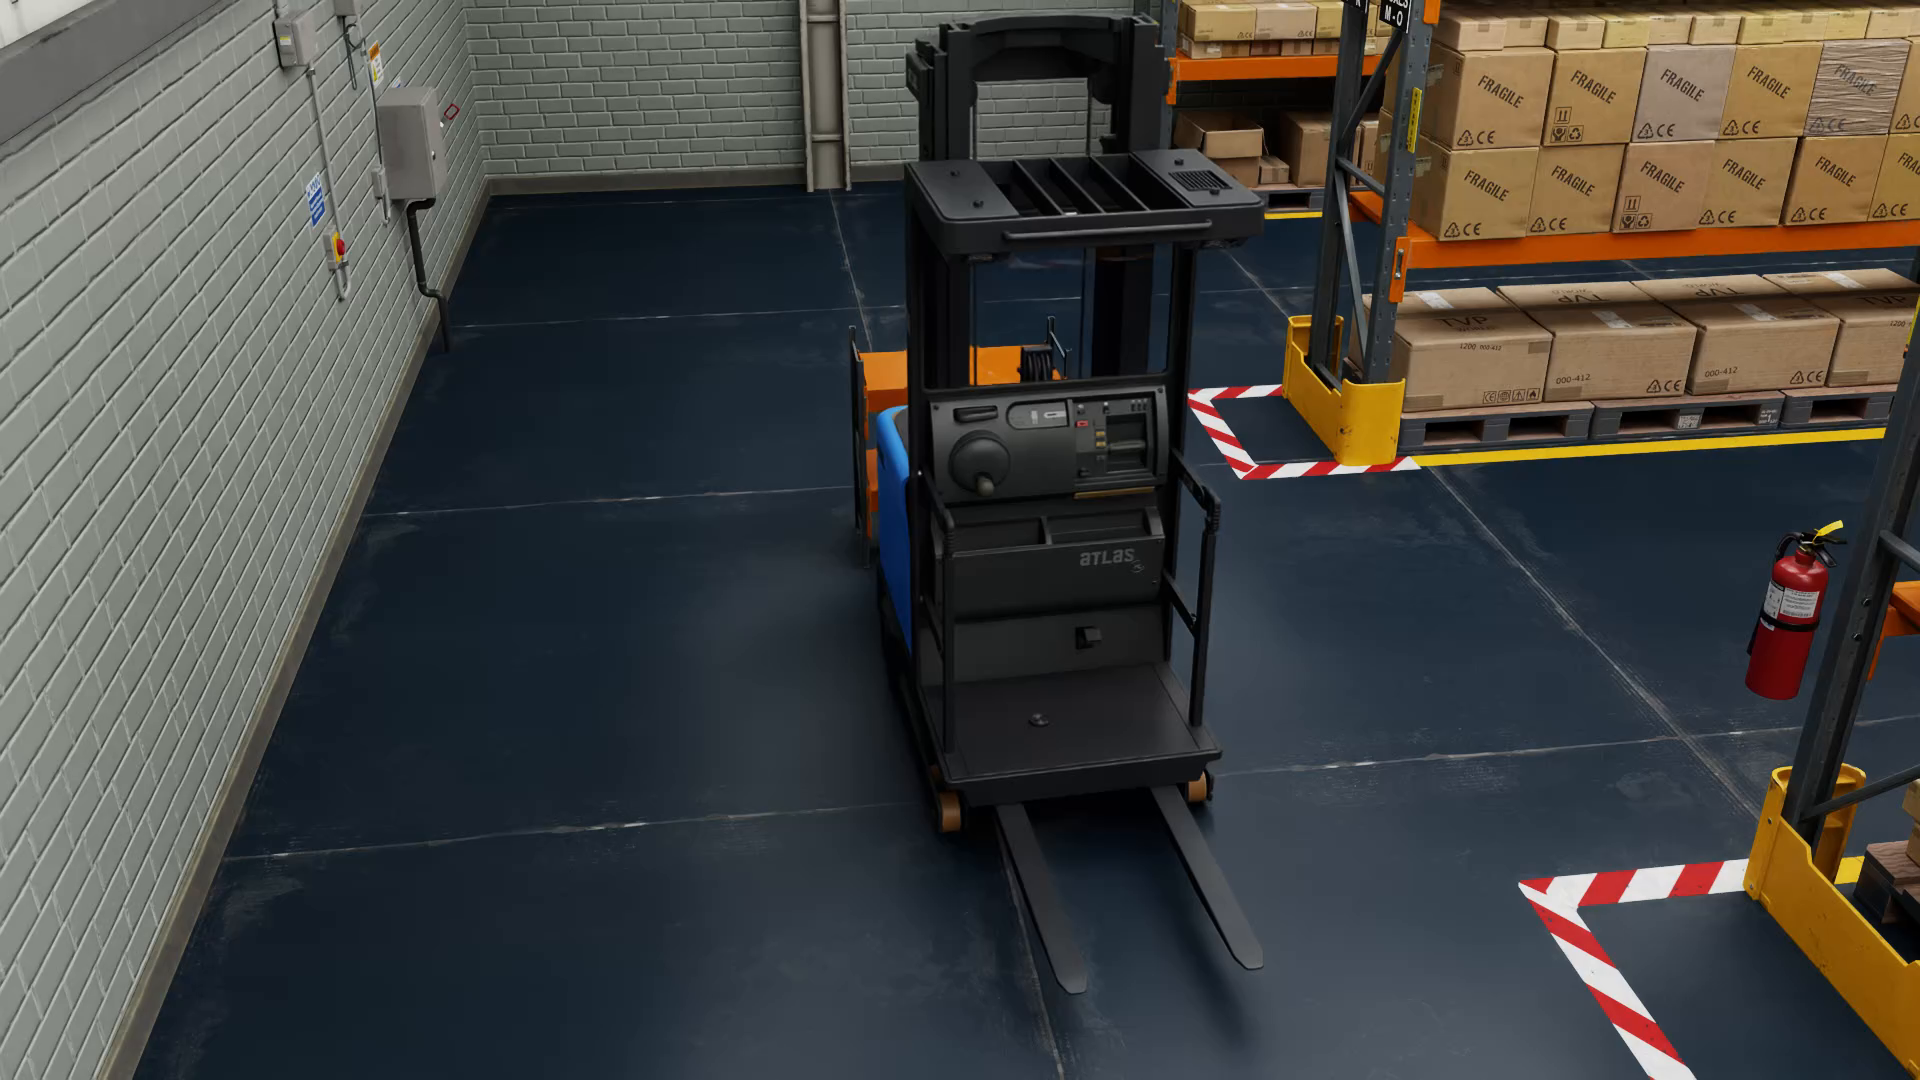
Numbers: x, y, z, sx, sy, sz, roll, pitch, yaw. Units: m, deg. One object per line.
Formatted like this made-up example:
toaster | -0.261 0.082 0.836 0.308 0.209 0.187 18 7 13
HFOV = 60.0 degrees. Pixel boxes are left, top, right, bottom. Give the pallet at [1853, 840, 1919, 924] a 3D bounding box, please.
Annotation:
pallet | 3.981 1.400 5.790 1.213 0.211 1.003 -4 27 -7

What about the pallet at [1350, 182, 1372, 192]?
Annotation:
pallet | 3.682 -3.166 14.690 1.213 0.211 1.003 -4 27 -7

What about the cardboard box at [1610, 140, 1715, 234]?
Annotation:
cardboard box | 3.826 -2.046 9.341 0.500 0.500 0.500 -4 27 -7

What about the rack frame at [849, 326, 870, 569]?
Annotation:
rack frame | -0.510 -0.468 8.429 0.032 1.125 0.500 -4 27 -7

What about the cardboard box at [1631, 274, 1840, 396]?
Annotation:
cardboard box | 4.745 -1.284 10.313 0.875 0.438 0.875 -4 27 -9

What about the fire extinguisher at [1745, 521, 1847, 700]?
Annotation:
fire extinguisher | 2.783 0.208 5.553 0.183 0.674 0.296 -4 27 -7

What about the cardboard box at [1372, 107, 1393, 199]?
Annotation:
cardboard box | 2.748 -2.226 9.693 0.500 0.500 0.500 -4 27 -7

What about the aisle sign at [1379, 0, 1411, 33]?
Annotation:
aisle sign | 2.276 -3.052 8.565 0.004 0.787 0.394 -4 27 -7

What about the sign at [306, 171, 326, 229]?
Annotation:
sign | -3.327 -1.757 8.592 0.001 0.218 0.327 -4 27 -7

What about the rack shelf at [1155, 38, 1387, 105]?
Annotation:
rack shelf | 3.592 -4.082 14.208 4.000 0.370 1.077 -4 27 -7

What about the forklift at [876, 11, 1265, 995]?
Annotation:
forklift | 0.390 -0.340 6.202 1.130 2.935 3.031 -5 28 -10

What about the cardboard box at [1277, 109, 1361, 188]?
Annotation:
cardboard box | 3.083 -3.383 14.335 0.500 0.500 0.700 -3 27 -5

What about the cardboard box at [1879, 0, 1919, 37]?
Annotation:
cardboard box | 5.235 -2.897 9.195 0.250 0.149 0.380 -4 27 -8

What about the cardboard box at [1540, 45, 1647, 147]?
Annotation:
cardboard box | 3.333 -2.458 9.051 0.500 0.500 0.500 -4 27 -9

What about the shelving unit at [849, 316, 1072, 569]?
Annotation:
shelving unit | -0.007 -0.500 8.492 1.048 1.125 0.538 -4 27 -7

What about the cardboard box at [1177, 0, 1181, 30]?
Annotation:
cardboard box | 2.030 -4.490 14.053 0.500 0.250 0.500 -3 27 -6

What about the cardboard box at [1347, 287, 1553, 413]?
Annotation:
cardboard box | 2.947 -1.165 10.082 0.875 0.438 0.875 -5 28 -9

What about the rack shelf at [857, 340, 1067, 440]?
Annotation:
rack shelf | -0.007 -0.760 8.359 1.000 0.278 0.538 -4 27 -7

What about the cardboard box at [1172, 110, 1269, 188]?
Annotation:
cardboard box | 2.231 -3.347 14.262 0.637 0.503 0.797 -5 28 -9

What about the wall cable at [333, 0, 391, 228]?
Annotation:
wall cable | -3.483 -2.755 9.720 0.122 1.984 0.588 -4 27 -7

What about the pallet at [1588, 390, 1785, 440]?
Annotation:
pallet | 4.293 -0.953 10.376 1.213 0.211 1.003 -4 27 -7

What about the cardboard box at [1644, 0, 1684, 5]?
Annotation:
cardboard box | 3.890 -3.029 9.451 0.250 0.149 0.380 -3 27 -6

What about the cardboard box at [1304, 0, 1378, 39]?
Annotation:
cardboard box | 3.099 -4.314 13.709 0.500 0.250 0.500 -4 27 -8

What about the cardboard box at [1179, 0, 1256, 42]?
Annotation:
cardboard box | 2.099 -4.248 13.581 0.500 0.250 0.500 -4 27 -7

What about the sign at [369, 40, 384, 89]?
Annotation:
sign | -3.619 -2.950 10.309 0.001 0.242 0.339 -4 27 -7

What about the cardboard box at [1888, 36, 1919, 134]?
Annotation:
cardboard box | 5.336 -2.592 9.310 0.500 0.500 0.500 -4 27 -8

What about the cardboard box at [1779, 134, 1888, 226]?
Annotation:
cardboard box | 4.840 -2.111 9.470 0.500 0.500 0.500 -4 27 -8

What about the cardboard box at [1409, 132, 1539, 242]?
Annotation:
cardboard box | 2.822 -1.977 9.207 0.500 0.500 0.500 -4 27 -8

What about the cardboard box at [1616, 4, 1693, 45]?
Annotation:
cardboard box | 3.731 -2.786 8.978 0.250 0.149 0.380 -3 27 -7

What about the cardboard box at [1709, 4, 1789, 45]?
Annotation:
cardboard box | 4.239 -2.786 8.979 0.250 0.149 0.380 -4 27 -8

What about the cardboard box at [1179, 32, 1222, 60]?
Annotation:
cardboard box | 1.976 -4.060 13.652 0.250 0.149 0.380 -4 27 -8

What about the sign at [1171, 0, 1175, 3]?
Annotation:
sign | 1.688 -4.415 13.120 0.005 0.325 0.100 -4 27 -7

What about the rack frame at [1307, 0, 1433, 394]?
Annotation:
rack frame | 2.307 -2.031 9.423 0.127 3.000 1.000 -4 27 -7

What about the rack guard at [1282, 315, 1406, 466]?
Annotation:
rack guard | 2.283 -0.918 9.991 0.348 0.500 1.175 -4 27 -7

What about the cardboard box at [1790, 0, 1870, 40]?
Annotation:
cardboard box | 4.733 -2.847 9.098 0.250 0.149 0.380 -4 27 -8

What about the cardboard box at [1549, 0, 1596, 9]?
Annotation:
cardboard box | 3.382 -3.002 9.399 0.250 0.149 0.380 -3 27 -6

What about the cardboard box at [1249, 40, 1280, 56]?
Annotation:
cardboard box | 2.476 -4.130 13.788 0.250 0.149 0.380 -4 27 -8

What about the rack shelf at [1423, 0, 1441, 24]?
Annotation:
rack shelf | 4.288 -3.173 9.150 4.000 0.370 1.077 -4 27 -7

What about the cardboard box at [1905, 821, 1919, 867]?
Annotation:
cardboard box | 3.589 1.154 5.878 0.250 0.149 0.380 -3 27 -6

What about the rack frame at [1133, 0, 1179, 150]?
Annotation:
rack frame | 1.612 -4.275 13.796 0.127 3.000 1.000 -4 27 -7

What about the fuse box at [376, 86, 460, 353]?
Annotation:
fuse box | -3.422 -2.048 10.867 0.414 1.711 0.539 -4 27 -7

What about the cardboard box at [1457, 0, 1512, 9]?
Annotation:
cardboard box | 2.883 -2.950 9.298 0.250 0.149 0.380 -3 27 -6

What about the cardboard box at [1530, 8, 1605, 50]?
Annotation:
cardboard box | 3.220 -2.720 8.850 0.250 0.149 0.380 -3 27 -6

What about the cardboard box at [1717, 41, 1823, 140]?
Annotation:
cardboard box | 4.335 -2.527 9.184 0.500 0.500 0.500 -4 27 -7

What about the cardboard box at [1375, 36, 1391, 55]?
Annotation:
cardboard box | 3.516 -4.146 13.819 0.250 0.149 0.380 -3 27 -6

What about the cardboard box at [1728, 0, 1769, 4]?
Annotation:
cardboard box | 4.408 -3.073 9.537 0.250 0.149 0.380 -4 27 -7

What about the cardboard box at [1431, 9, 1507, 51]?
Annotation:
cardboard box | 2.697 -2.707 8.824 0.250 0.149 0.380 -3 27 -6

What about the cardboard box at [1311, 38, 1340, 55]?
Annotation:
cardboard box | 2.997 -4.137 13.803 0.250 0.149 0.380 -3 27 -6
